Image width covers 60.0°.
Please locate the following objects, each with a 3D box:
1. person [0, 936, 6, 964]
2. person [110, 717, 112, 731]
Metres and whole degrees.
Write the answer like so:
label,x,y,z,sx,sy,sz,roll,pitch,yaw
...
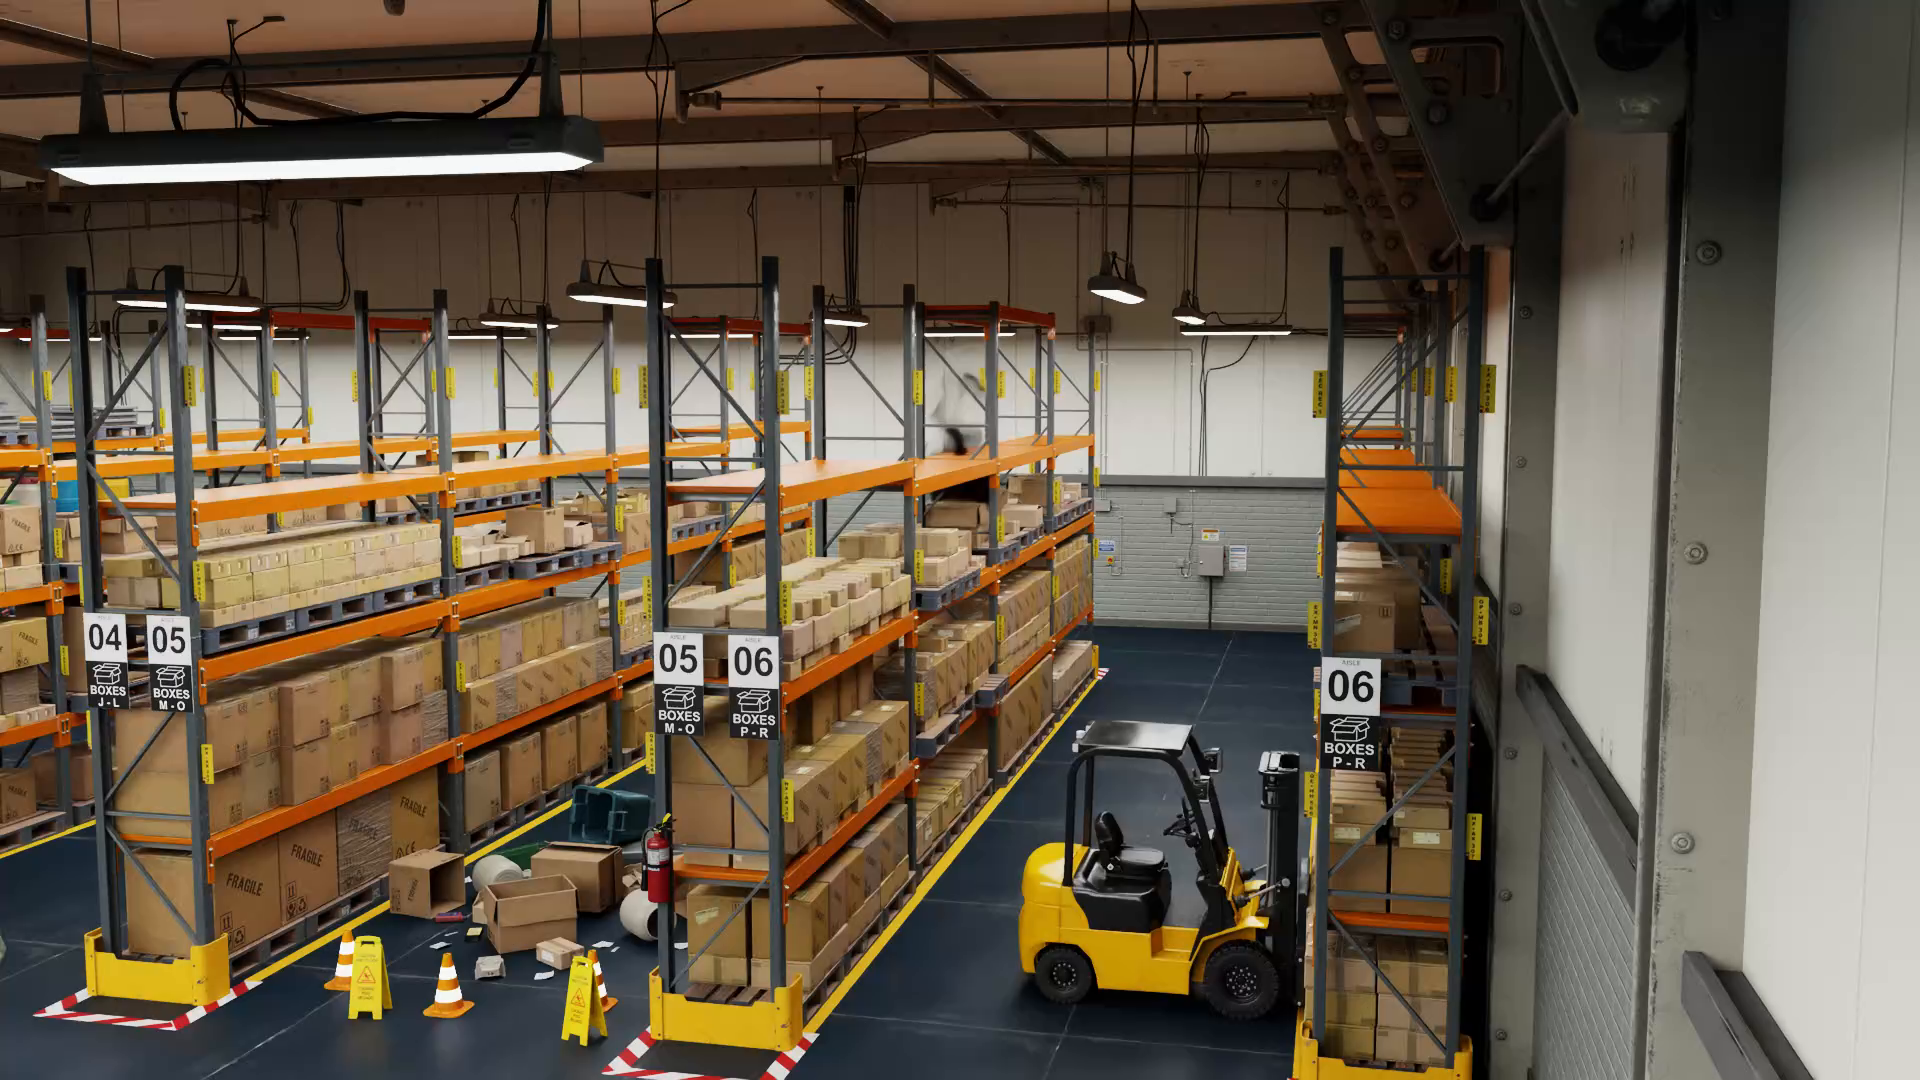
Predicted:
label,x,y,z,sx,sy,sz,roll,pitch,yaw
person,-7.122,3.195,11.914,0.526,1.570,0.753,-3,7,-29
person,-11.771,2.092,22.838,0.537,1.558,0.549,0,6,1
